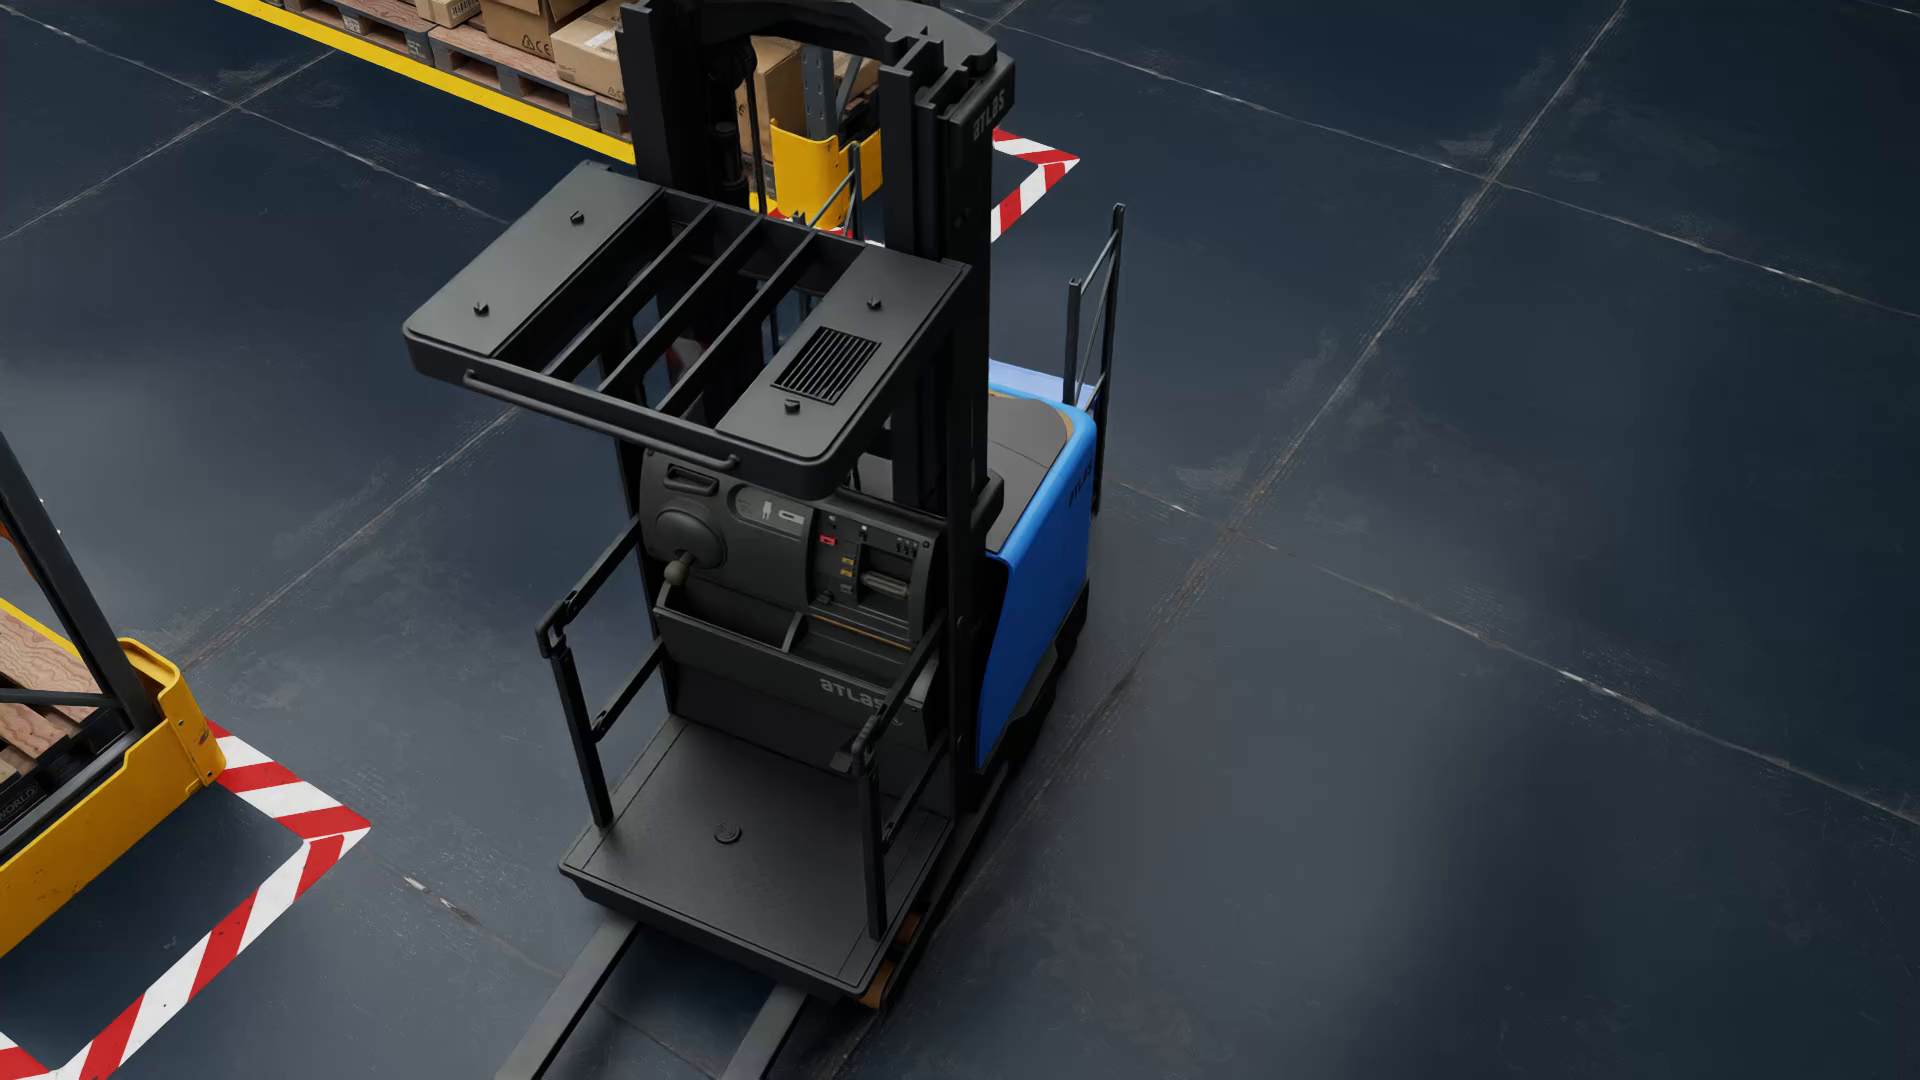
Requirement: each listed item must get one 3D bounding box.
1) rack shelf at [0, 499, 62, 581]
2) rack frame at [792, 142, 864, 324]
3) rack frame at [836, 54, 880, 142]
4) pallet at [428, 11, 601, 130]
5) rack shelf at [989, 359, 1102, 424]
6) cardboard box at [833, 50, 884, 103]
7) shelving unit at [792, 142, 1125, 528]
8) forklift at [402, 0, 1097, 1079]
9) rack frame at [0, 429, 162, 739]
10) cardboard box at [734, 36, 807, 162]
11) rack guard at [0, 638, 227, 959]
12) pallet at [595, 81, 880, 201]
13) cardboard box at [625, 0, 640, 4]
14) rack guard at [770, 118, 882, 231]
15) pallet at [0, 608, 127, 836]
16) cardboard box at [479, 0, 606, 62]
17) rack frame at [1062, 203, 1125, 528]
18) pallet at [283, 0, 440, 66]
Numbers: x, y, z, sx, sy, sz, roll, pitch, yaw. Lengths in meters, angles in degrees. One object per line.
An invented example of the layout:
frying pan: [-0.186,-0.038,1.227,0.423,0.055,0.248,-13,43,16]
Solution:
rack shelf: [-4.777,-0.485,5.631,4.000,0.370,1.077,25,51,22]
rack frame: [-0.474,-0.760,6.443,0.032,1.500,0.500,16,48,15]
rack frame: [-0.415,-2.952,7.527,0.053,2.616,0.949,25,51,22]
pallet: [-2.175,-2.788,9.312,1.213,0.211,1.003,25,51,22]
rack shelf: [-0.003,-0.497,6.438,1.000,0.185,0.538,16,48,15]
cardboard box: [-0.583,-2.479,8.749,0.250,0.149,0.380,25,51,22]
shelving unit: [-0.003,-0.622,6.309,1.048,1.500,0.538,16,48,15]
forklift: [-0.589,0.109,4.601,1.130,2.935,3.031,18,49,17]
rack frame: [-3.094,0.039,4.620,0.127,3.000,1.000,25,51,22]
cardboard box: [-1.007,-2.294,8.324,0.500,0.500,0.500,25,51,22]
rack guard: [-3.067,0.912,5.515,0.348,0.500,1.175,25,51,22]
pallet: [-1.152,-2.315,8.853,1.213,0.211,1.003,25,51,22]
cardboard box: [-1.563,-2.914,9.100,0.500,0.250,0.500,25,51,22]
rack guard: [-0.480,-2.108,8.450,0.348,0.500,1.175,25,51,22]
pallet: [-3.767,0.668,5.954,1.213,0.211,1.003,25,51,22]
cardboard box: [-2.199,-3.057,9.063,0.637,0.503,0.797,25,51,22]
rack frame: [0.467,-0.484,6.175,0.032,1.500,0.500,16,48,15]
pallet: [-3.206,-3.260,9.771,1.213,0.211,1.003,25,51,22]
